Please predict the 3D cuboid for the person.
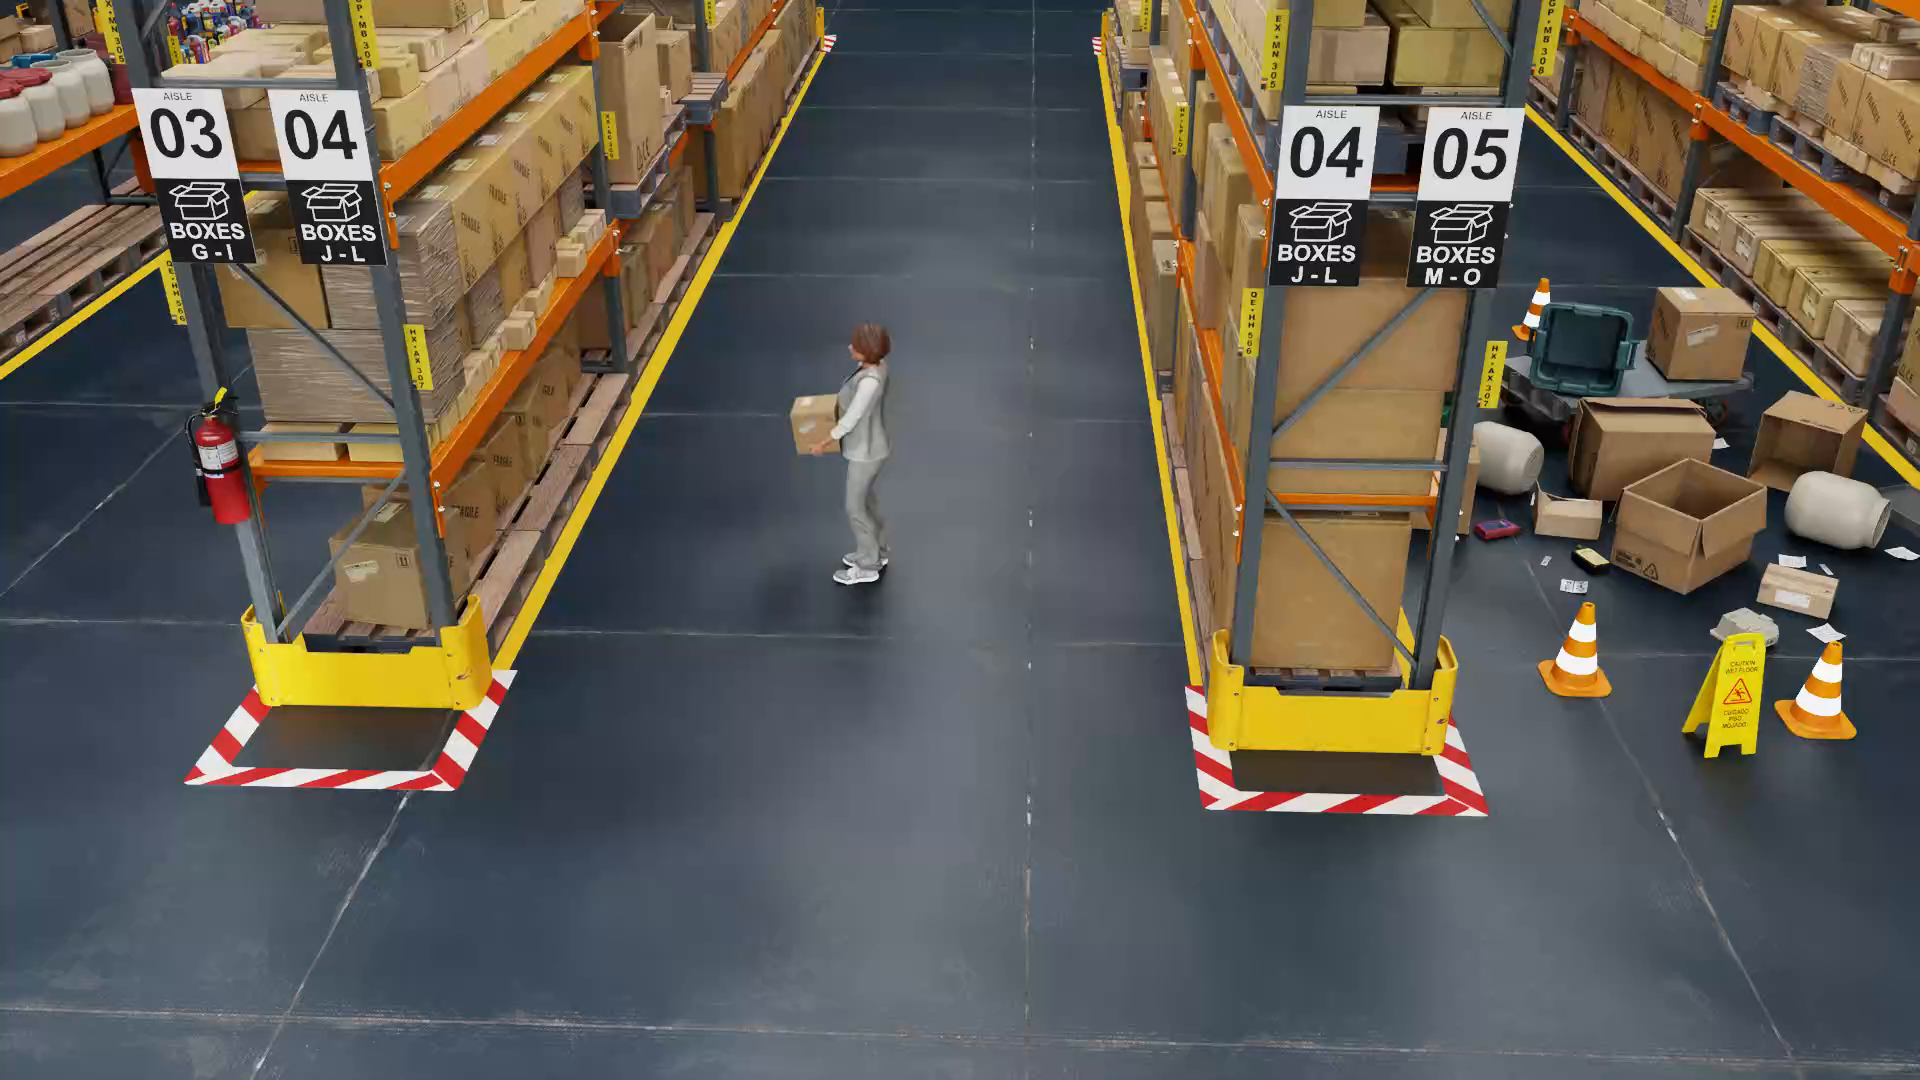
[{"bbox_3d":[-0.630,-0.504,9.573,0.488,1.592,0.405,2,28,3],"label":"person"}]
